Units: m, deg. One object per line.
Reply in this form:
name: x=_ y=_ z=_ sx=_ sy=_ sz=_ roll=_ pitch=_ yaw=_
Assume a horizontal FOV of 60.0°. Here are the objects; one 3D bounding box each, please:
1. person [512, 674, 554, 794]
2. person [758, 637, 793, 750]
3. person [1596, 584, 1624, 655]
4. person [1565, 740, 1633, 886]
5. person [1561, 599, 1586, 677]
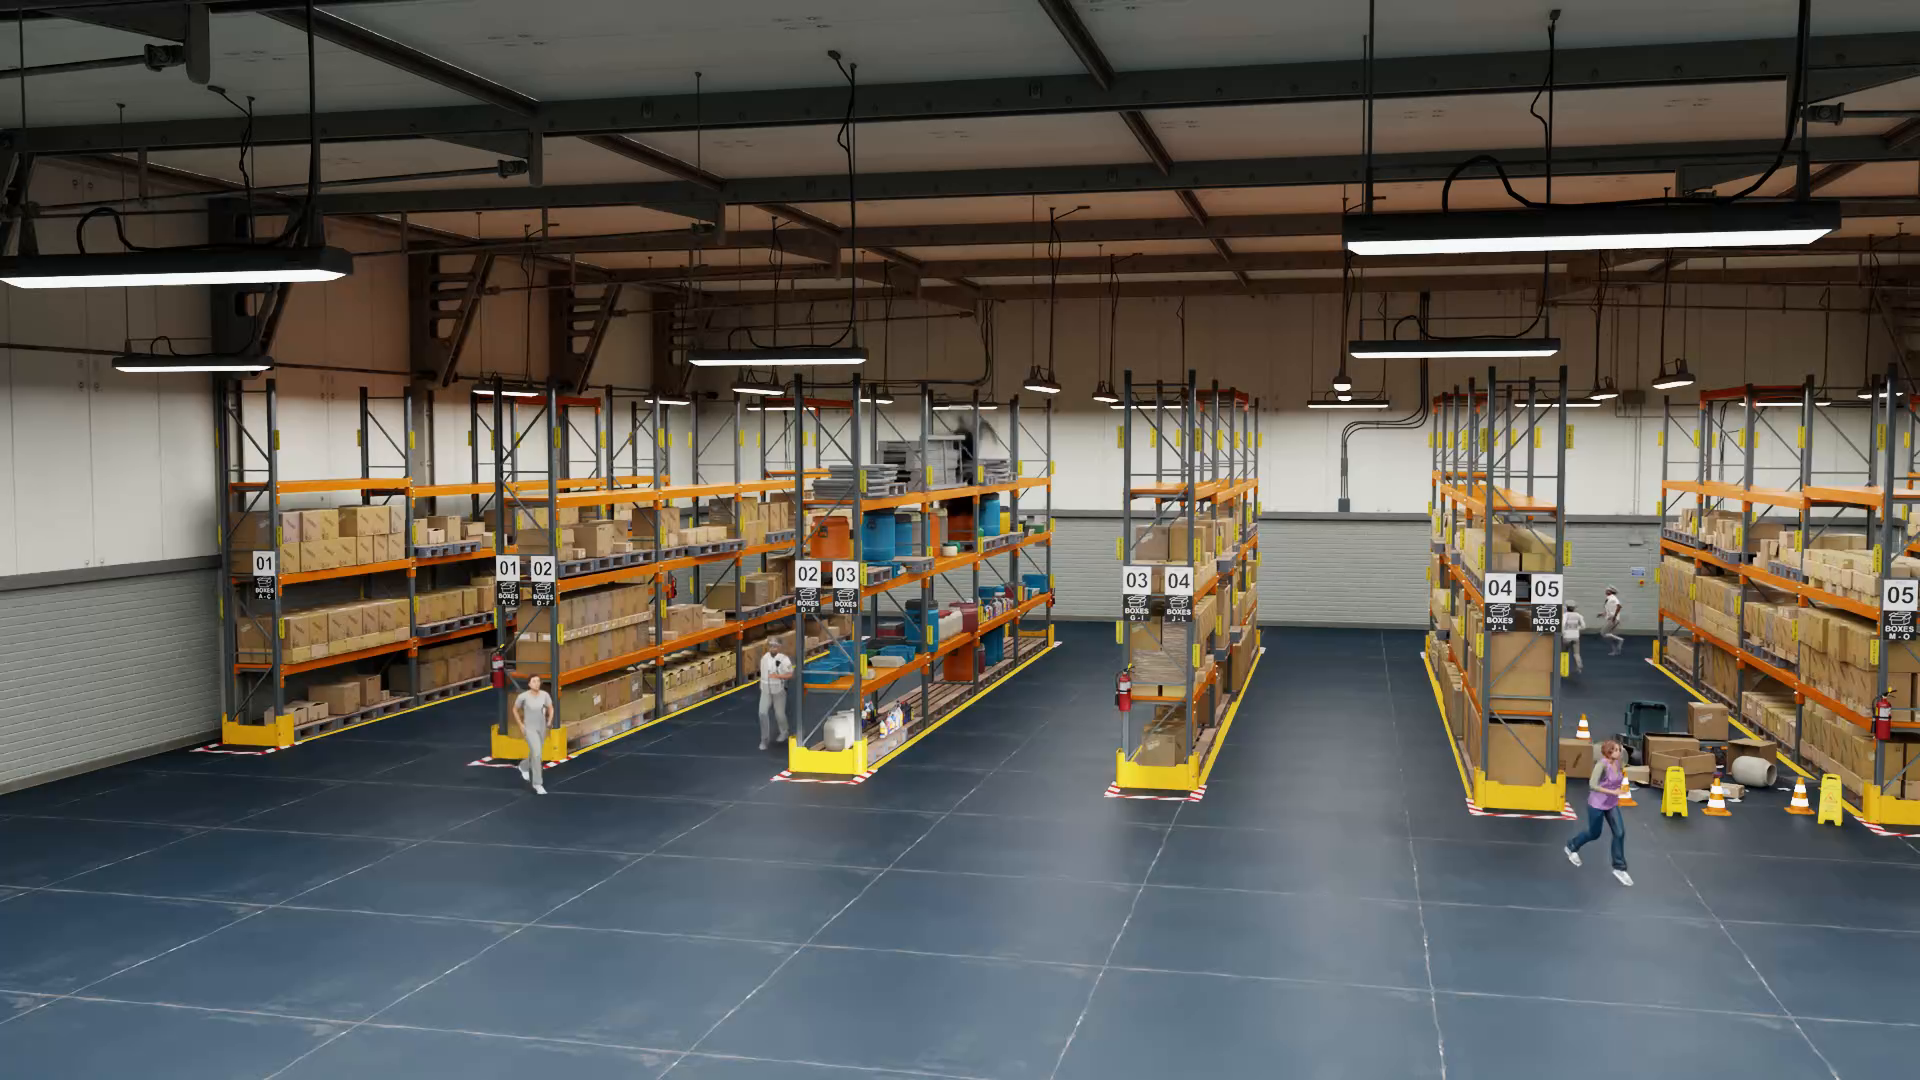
person: x=-6.129 y=2.762 z=23.853 sx=0.565 sy=1.659 sz=0.833 roll=-3 pitch=4 yaw=-40
person: x=-3.021 y=2.502 z=27.145 sx=0.642 sy=1.848 sz=0.817 roll=1 pitch=4 yaw=13
person: x=15.143 y=1.859 z=38.720 sx=0.620 sy=1.661 sz=0.614 roll=1 pitch=4 yaw=21
person: x=7.329 y=3.064 z=19.018 sx=0.563 sy=1.610 sz=0.911 roll=-2 pitch=4 yaw=-33
person: x=12.751 y=2.095 z=34.672 sx=0.583 sy=1.697 sz=1.094 roll=0 pitch=3 yaw=6
